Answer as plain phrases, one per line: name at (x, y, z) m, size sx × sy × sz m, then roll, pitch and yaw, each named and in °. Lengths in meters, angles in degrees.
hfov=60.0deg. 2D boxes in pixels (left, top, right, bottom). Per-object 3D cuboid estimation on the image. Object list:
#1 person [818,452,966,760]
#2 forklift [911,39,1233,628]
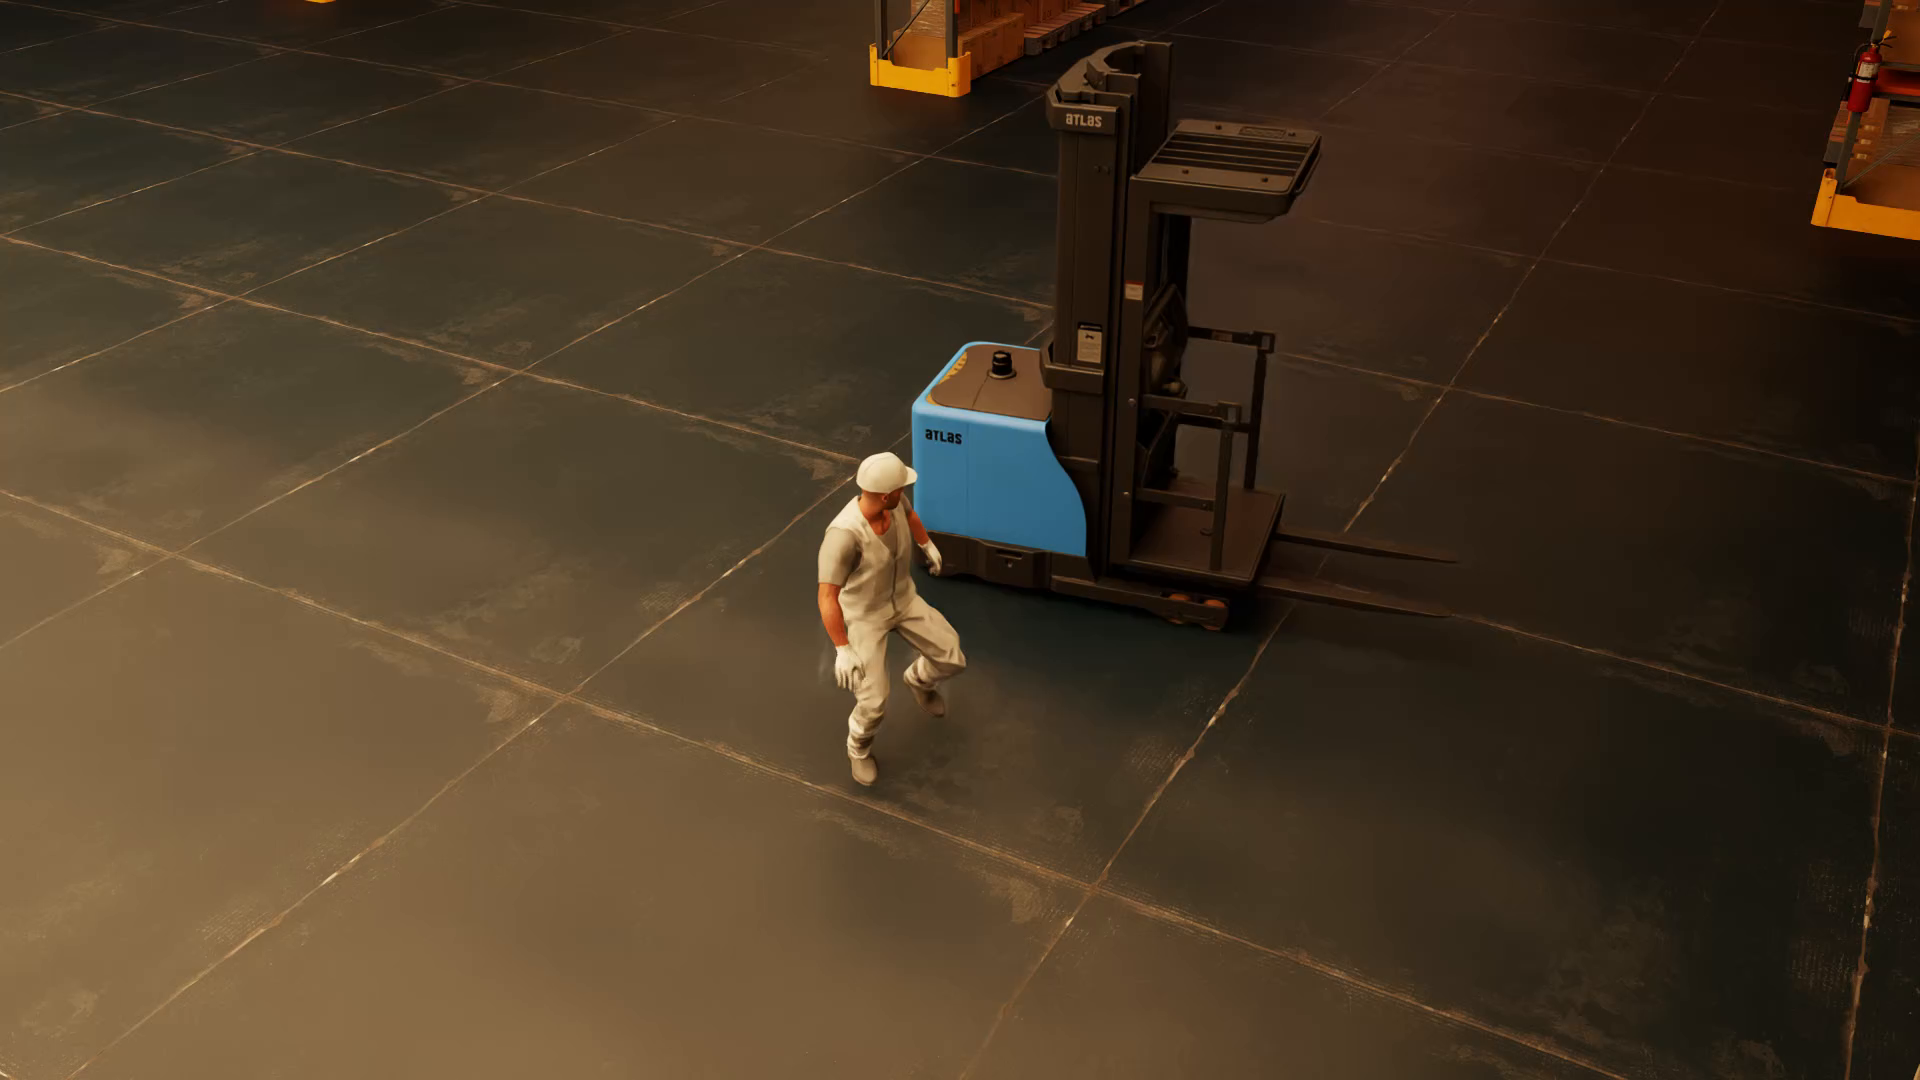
person at (-0.325, 0.295, 7.772) m, size 0.908 × 1.587 × 0.539 m, roll -23°, pitch 37°, yaw -34°
forklift at (1.291, -1.072, 8.929) m, size 3.031 × 2.935 × 1.130 m, roll 10°, pitch 31°, yaw 17°
